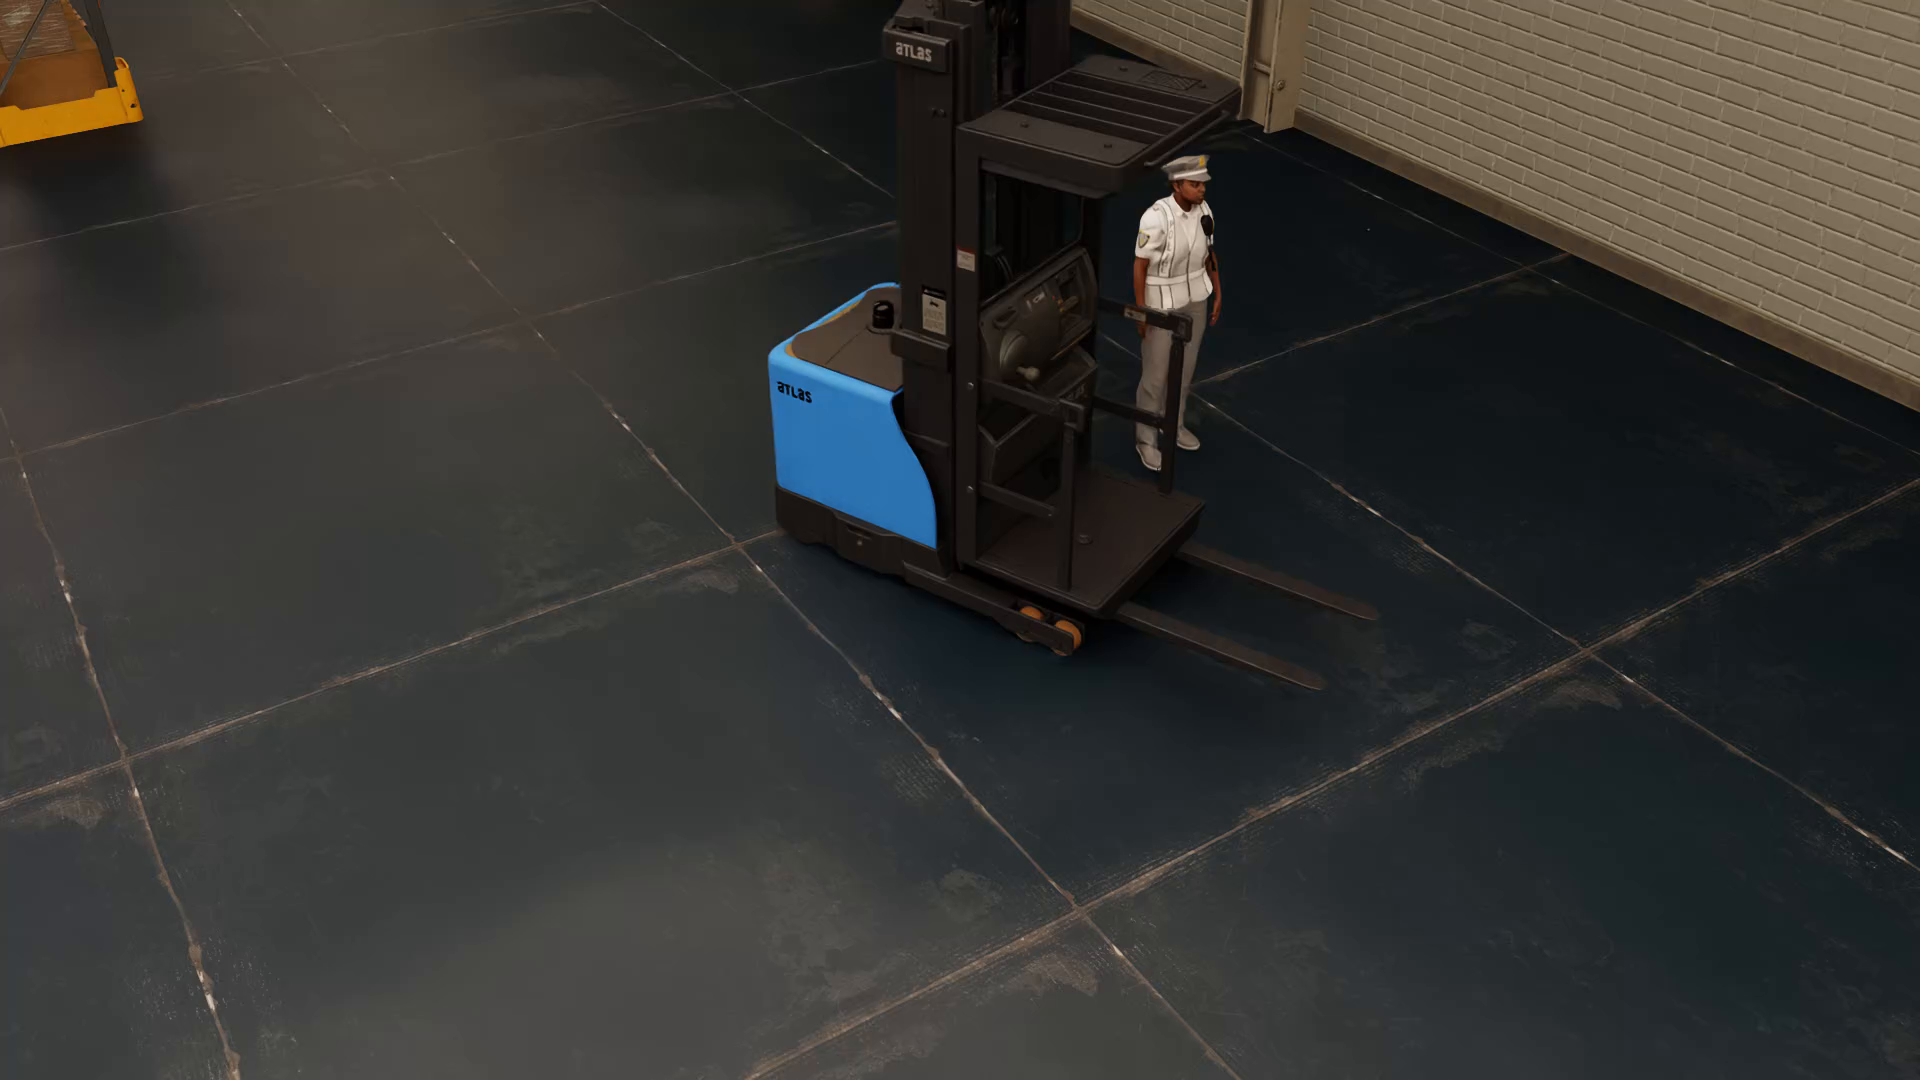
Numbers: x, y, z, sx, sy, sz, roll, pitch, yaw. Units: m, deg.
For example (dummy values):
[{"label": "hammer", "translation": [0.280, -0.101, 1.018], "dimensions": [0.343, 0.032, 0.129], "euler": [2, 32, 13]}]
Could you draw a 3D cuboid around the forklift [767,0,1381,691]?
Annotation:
[{"label": "forklift", "translation": [0.541, -0.998, 7.568], "dimensions": [3.031, 2.935, 1.130], "euler": [21, 40, 27]}]

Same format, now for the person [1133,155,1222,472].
[{"label": "person", "translation": [1.198, -1.252, 9.002], "dimensions": [0.566, 1.695, 0.508], "euler": [-18, 39, -24]}]
